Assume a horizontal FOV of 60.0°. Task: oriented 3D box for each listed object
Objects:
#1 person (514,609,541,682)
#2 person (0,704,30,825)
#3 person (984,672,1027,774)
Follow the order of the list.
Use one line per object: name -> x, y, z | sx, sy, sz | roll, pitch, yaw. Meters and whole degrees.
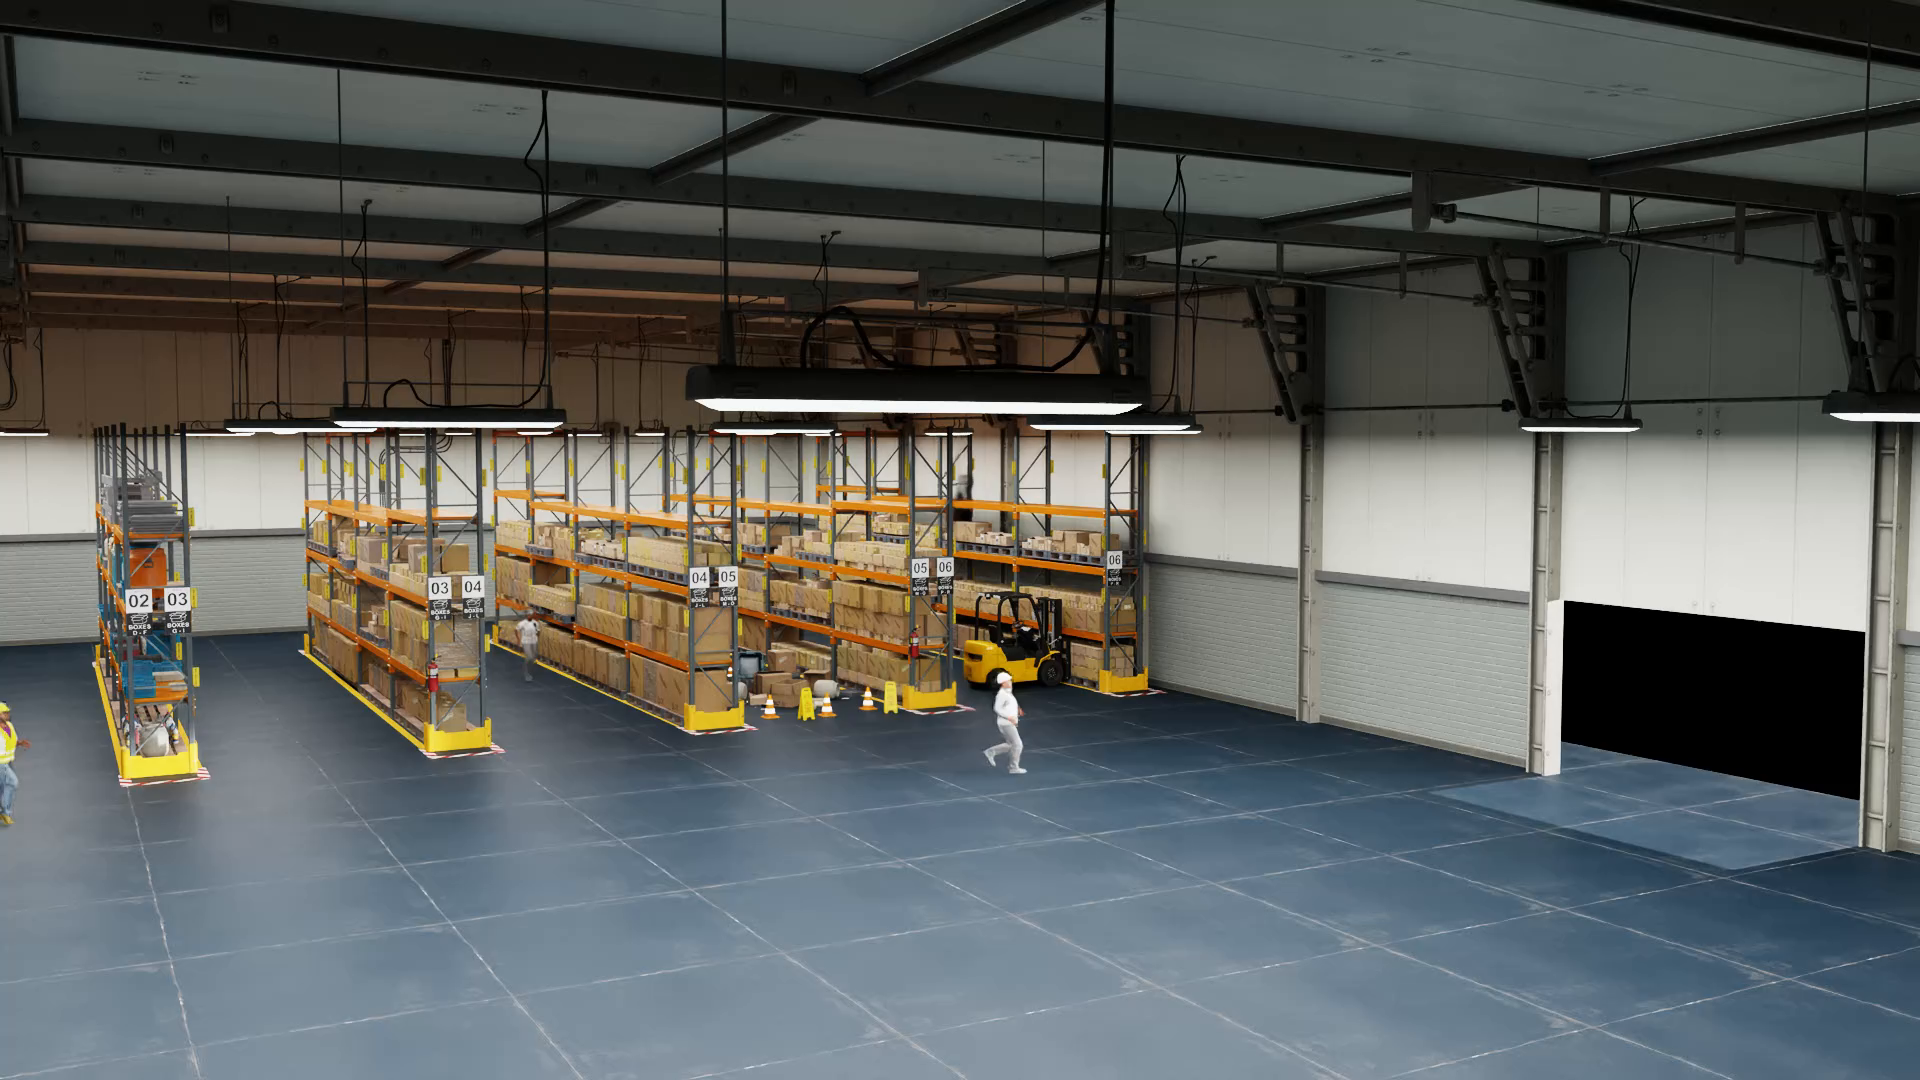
person -> -10.208, 2.496, 39.441 | 0.541, 1.741, 0.712 | -3, 4, -39
person -> -14.307, 3.352, 24.826 | 0.761, 1.818, 0.679 | 0, 3, -2
person -> 0.771, 3.132, 28.470 | 0.754, 1.732, 0.666 | 0, 3, 7
